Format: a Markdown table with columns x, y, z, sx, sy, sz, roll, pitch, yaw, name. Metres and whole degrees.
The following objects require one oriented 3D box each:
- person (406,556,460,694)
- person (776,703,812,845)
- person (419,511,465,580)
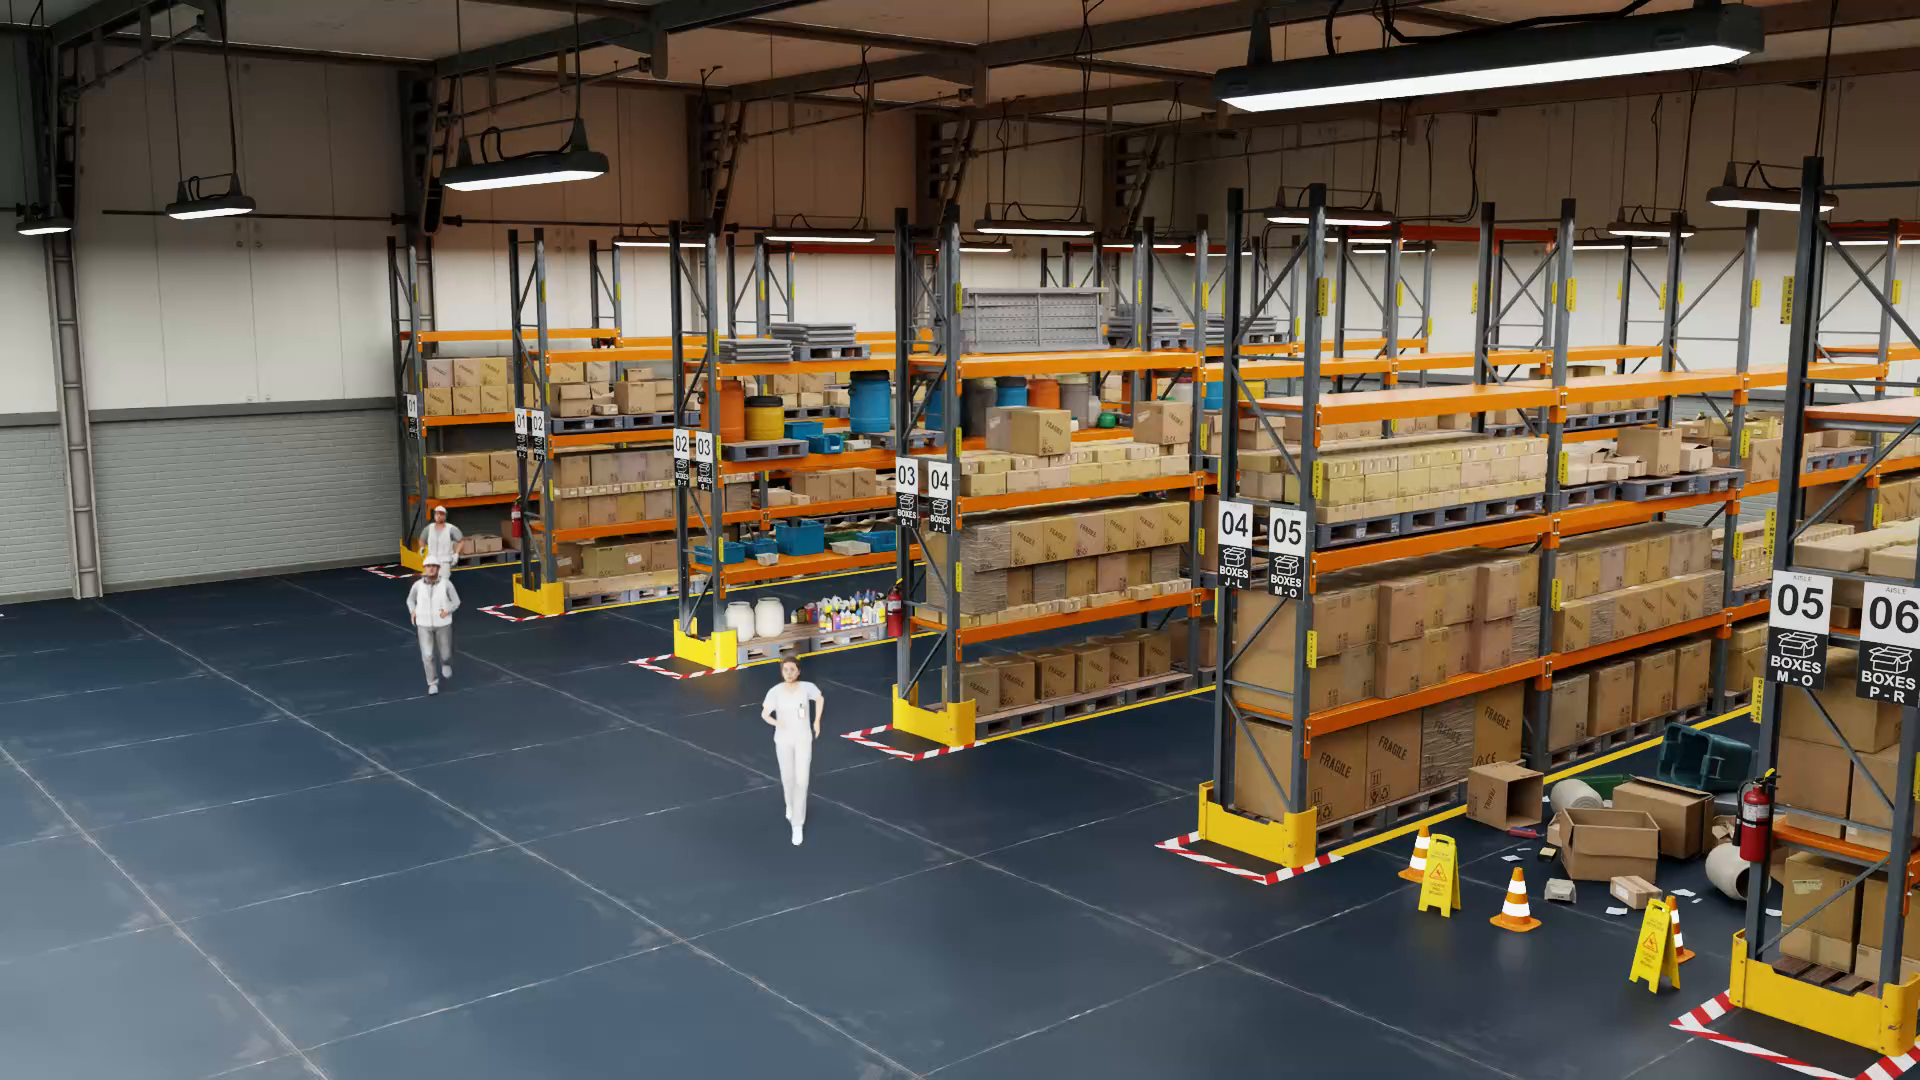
| x | y | z | sx | sy | sz | roll | pitch | yaw | name |
| --- | --- | --- | --- | --- | --- | --- | --- | --- | --- |
| -6.722 | 1.061 | 21.234 | 0.666 | 1.732 | 0.753 | -2 | 9 | -12 | person |
| -1.571 | 2.142 | 15.785 | 0.349 | 1.303 | 0.853 | 0 | 9 | 0 | person |
| -8.061 | 0.348 | 25.727 | 0.680 | 1.646 | 0.518 | 0 | 9 | 1 | person |
